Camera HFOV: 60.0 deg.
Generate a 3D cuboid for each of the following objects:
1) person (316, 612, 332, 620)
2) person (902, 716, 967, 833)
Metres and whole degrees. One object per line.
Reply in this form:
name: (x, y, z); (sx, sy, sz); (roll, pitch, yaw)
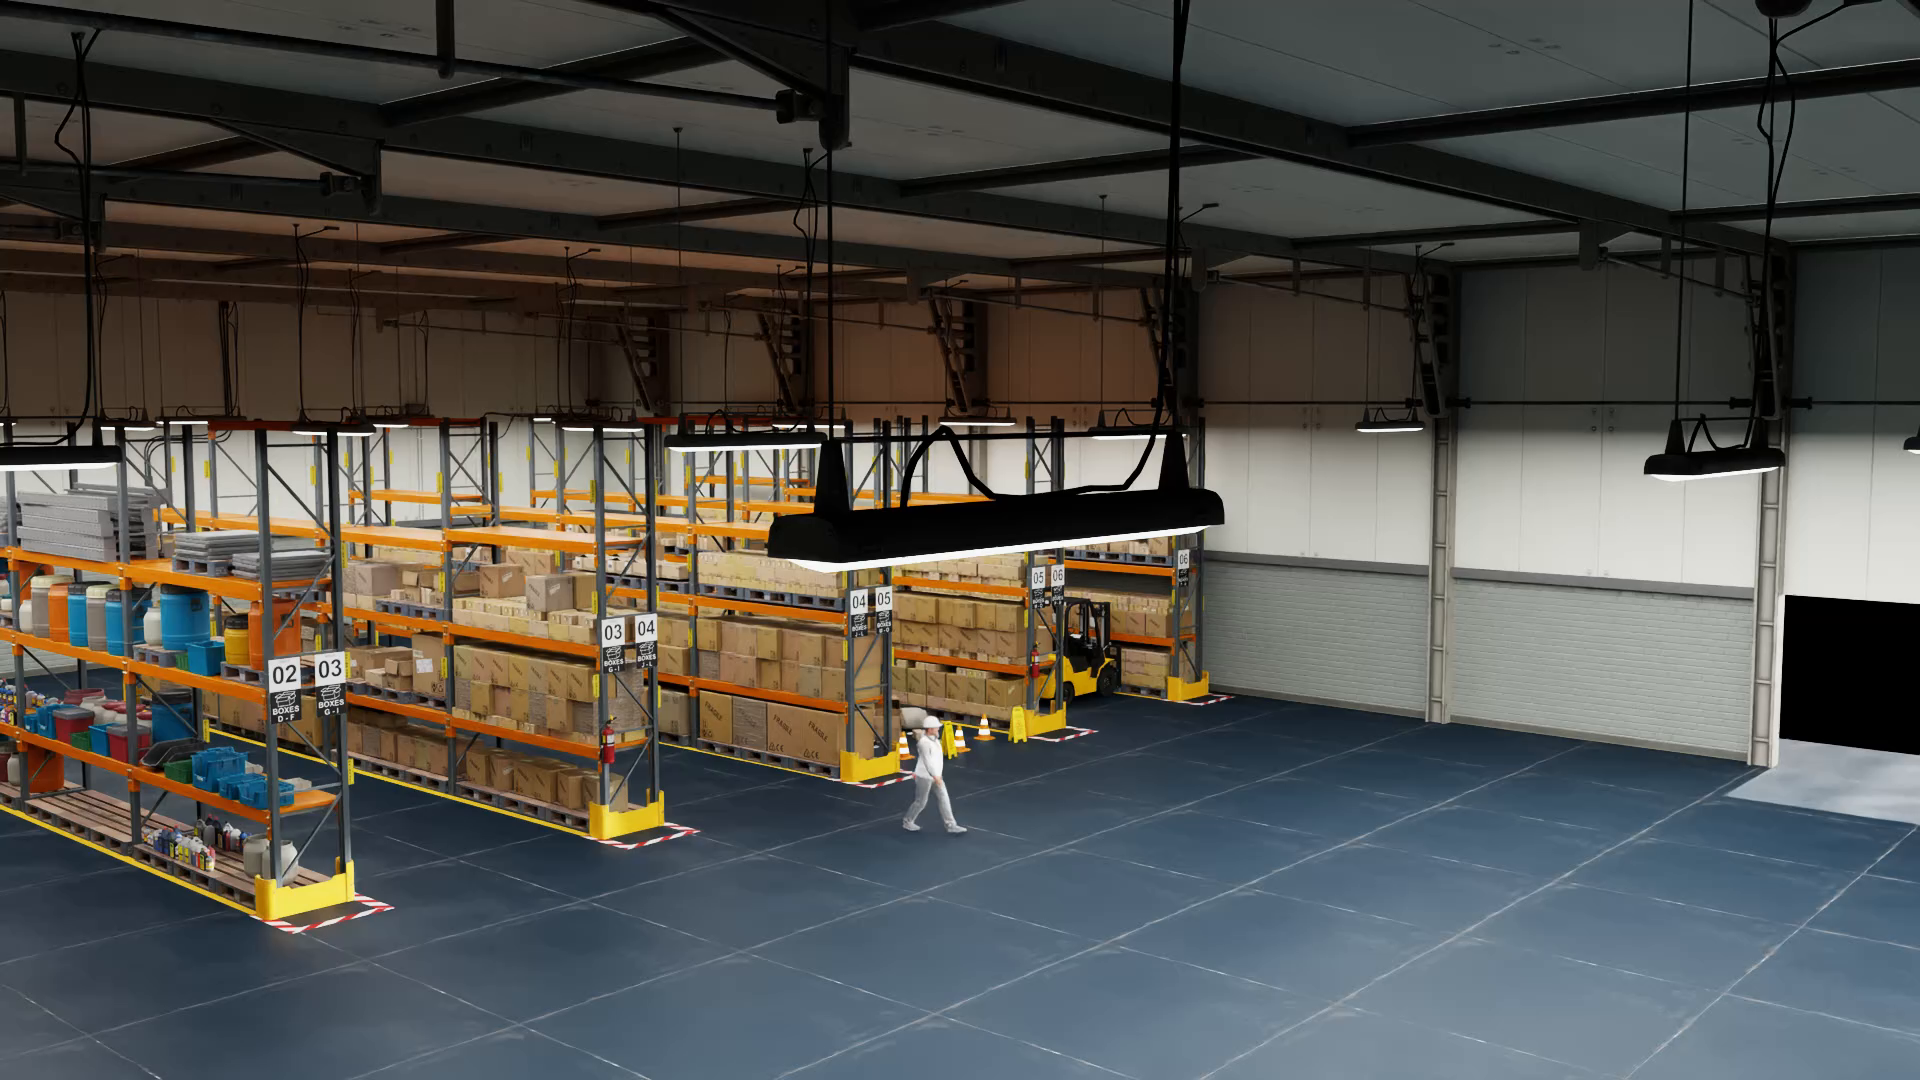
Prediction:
person: (-15.525, 2.142, 40.550); (0.476, 1.644, 0.910); (3, 5, 30)
person: (-0.372, 3.432, 24.360); (1.015, 1.710, 0.537); (2, 5, 26)
